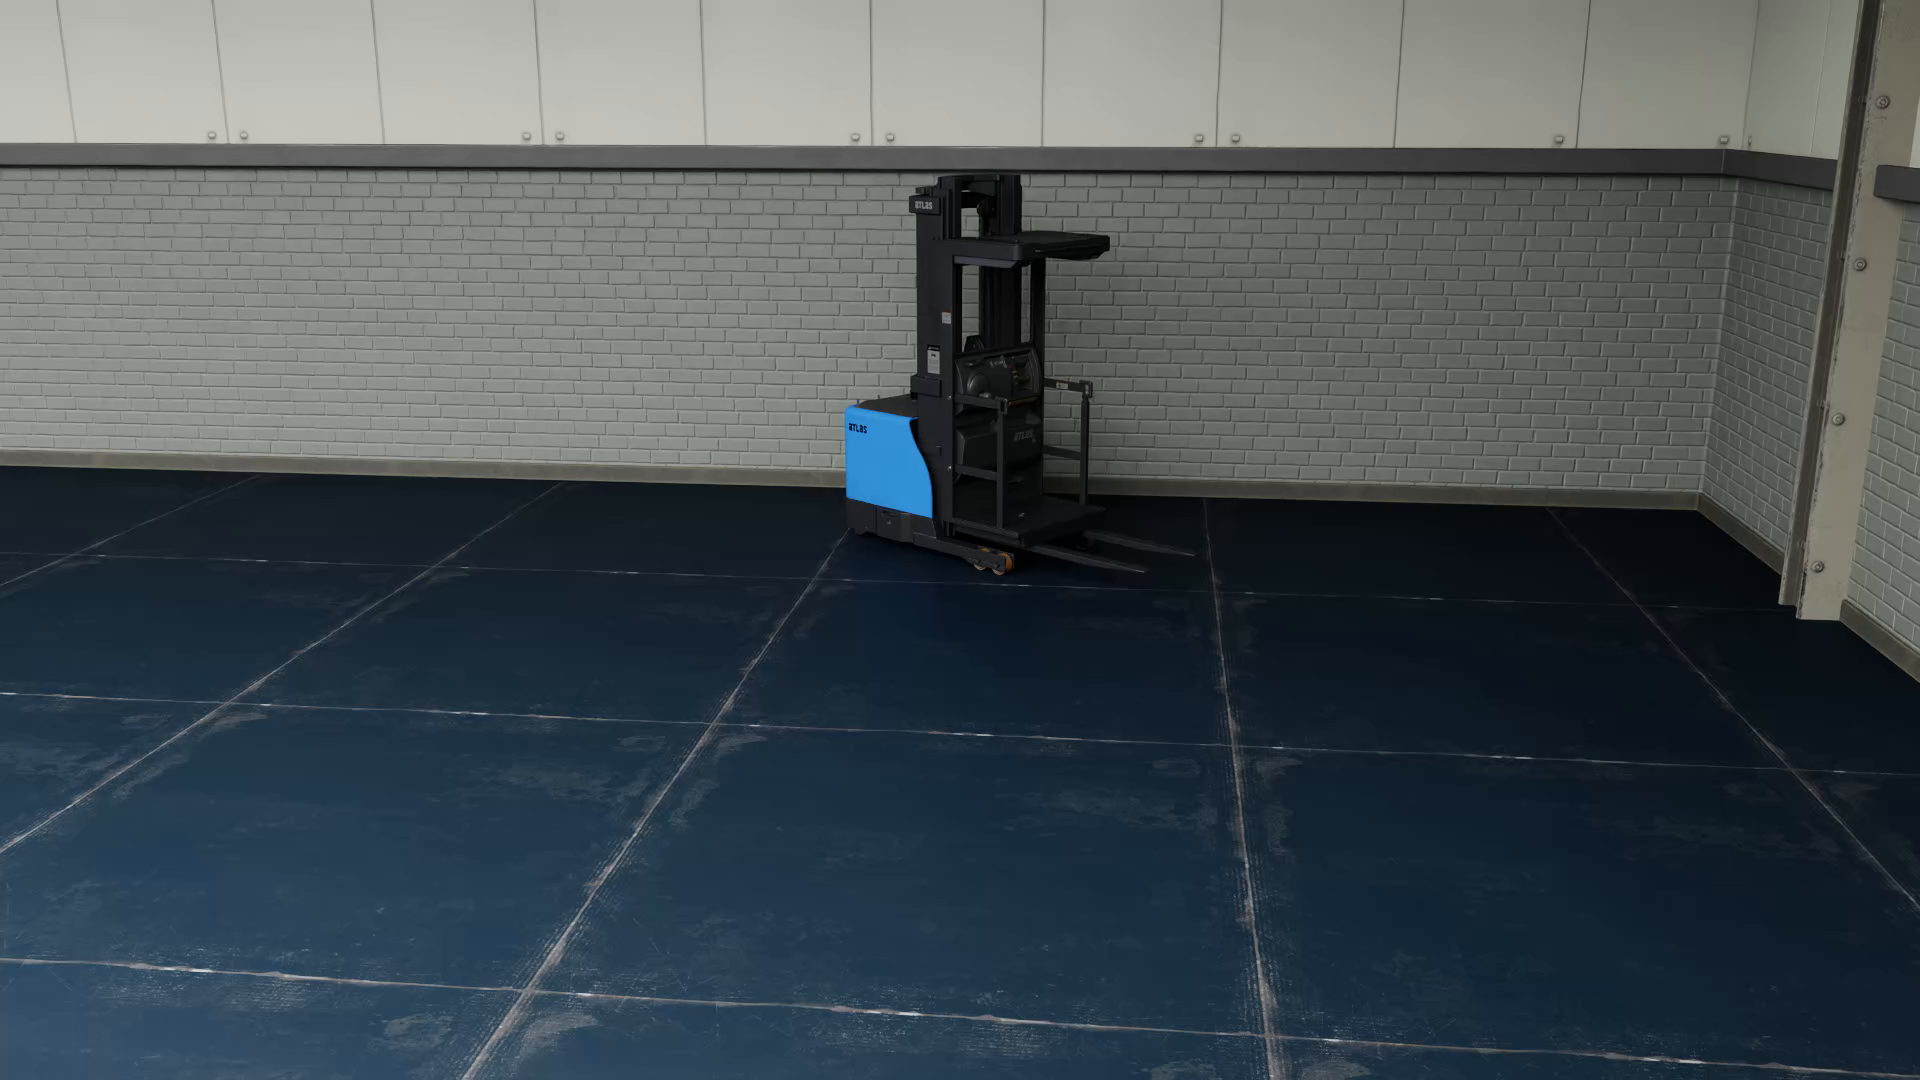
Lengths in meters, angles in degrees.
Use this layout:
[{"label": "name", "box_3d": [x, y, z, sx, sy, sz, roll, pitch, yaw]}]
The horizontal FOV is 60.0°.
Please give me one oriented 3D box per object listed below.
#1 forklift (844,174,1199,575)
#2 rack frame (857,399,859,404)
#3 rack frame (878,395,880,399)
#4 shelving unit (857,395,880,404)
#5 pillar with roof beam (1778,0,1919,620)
[{"label": "forklift", "box_3d": [0.456, -1.302, 12.864, 3.031, 2.935, 1.130, 14, 20, 41]}, {"label": "rack frame", "box_3d": [-0.794, -0.671, 14.132, 0.200, 1.050, 0.008, 13, 20, 41]}, {"label": "rack frame", "box_3d": [-0.629, -0.718, 14.306, 0.200, 1.050, 0.008, 13, 20, 41]}, {"label": "shelving unit", "box_3d": [-0.711, -0.695, 14.219, 0.215, 1.050, 0.252, 13, 20, 41]}, {"label": "pillar with roof beam", "box_3d": [1.756, -3.966, 11.088, 9.100, 9.000, 0.400, 2, 15, 6]}]
